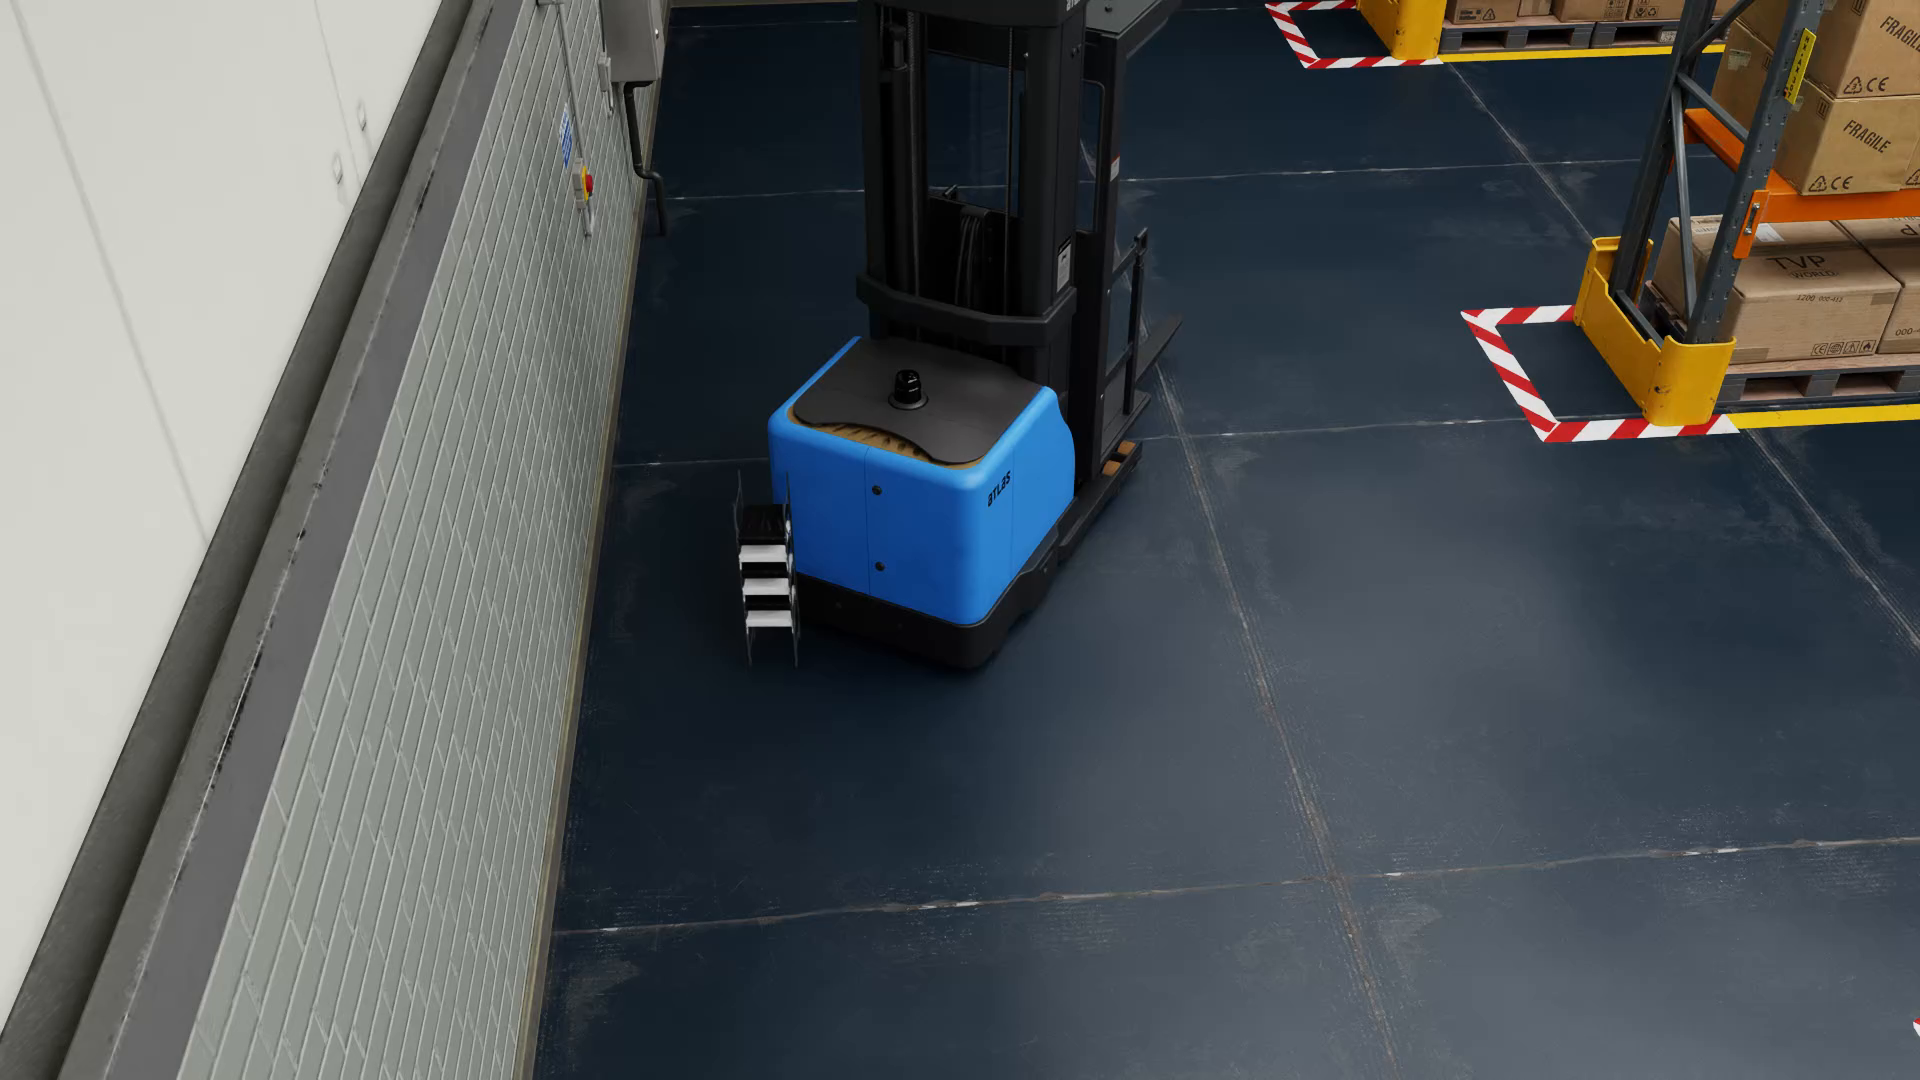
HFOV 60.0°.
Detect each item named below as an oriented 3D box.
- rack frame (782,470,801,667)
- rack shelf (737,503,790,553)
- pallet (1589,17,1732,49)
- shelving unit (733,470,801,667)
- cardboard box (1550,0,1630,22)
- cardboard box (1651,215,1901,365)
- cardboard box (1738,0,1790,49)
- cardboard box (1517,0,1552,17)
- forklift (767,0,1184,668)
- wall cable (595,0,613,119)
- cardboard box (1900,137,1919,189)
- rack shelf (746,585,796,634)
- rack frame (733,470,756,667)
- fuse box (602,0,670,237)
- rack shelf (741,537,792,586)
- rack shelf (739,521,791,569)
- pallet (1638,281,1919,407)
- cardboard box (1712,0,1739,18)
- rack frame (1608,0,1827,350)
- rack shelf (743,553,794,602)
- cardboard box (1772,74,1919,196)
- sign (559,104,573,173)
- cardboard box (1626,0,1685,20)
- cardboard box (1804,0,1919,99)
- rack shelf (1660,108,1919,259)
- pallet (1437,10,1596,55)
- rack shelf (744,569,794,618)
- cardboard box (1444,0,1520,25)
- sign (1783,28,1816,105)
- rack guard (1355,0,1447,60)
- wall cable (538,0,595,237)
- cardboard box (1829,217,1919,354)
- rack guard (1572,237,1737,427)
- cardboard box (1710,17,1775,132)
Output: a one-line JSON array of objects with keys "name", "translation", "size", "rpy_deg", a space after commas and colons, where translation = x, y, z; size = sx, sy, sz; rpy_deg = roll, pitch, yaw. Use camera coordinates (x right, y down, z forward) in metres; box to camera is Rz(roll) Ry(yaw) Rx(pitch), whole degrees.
[{"name": "rack frame", "translation": [-0.725, 0.133, 7.177], "size": [0.006, 0.900, 0.240], "rpy_deg": [0, 38, 0]}, {"name": "rack shelf", "translation": [-0.827, -0.053, 7.030], "size": [0.200, 0.077, 0.258], "rpy_deg": [0, 38, 0]}, {"name": "pallet", "translation": [5.454, -4.228, 13.261], "size": [1.213, 0.211, 1.003], "rpy_deg": [-3, 38, -4]}, {"name": "shelving unit", "translation": [-0.827, 0.133, 7.177], "size": [0.210, 0.900, 0.258], "rpy_deg": [0, 38, 0]}, {"name": "cardboard box", "translation": [4.844, -4.391, 12.895], "size": [0.500, 0.500, 0.700], "rpy_deg": [-2, 38, -2]}, {"name": "cardboard box", "translation": [4.464, -1.404, 9.160], "size": [0.875, 0.438, 0.875], "rpy_deg": [-4, 38, -6]}, {"name": "cardboard box", "translation": [4.274, -2.752, 8.251], "size": [0.500, 0.500, 0.500], "rpy_deg": [-2, 38, -2]}, {"name": "cardboard box", "translation": [4.416, -4.230, 12.974], "size": [0.250, 0.149, 0.380], "rpy_deg": [-5, 39, -6]}, {"name": "forklift", "translation": [0.278, -1.496, 7.602], "size": [1.130, 2.935, 3.031], "rpy_deg": [17, 41, 21]}, {"name": "wall cable", "translation": [-1.937, -3.097, 8.755], "size": [0.122, 1.984, 0.588], "rpy_deg": [-3, 38, -4]}, {"name": "cardboard box", "translation": [4.820, -2.081, 8.207], "size": [0.500, 0.500, 0.500], "rpy_deg": [-4, 38, -5]}, {"name": "rack shelf", "translation": [-0.827, 0.301, 7.309], "size": [0.200, 0.077, 0.258], "rpy_deg": [0, 38, 0]}, {"name": "rack frame", "translation": [-0.929, 0.134, 7.176], "size": [0.006, 0.900, 0.240], "rpy_deg": [0, 38, 0]}, {"name": "fuse box", "translation": [-1.840, -2.622, 10.013], "size": [0.414, 1.711, 0.539], "rpy_deg": [-3, 38, -4]}, {"name": "rack shelf", "translation": [-0.827, 0.089, 7.141], "size": [0.200, 0.077, 0.258], "rpy_deg": [0, 38, 0]}, {"name": "rack shelf", "translation": [-0.827, 0.018, 7.086], "size": [0.200, 0.077, 0.258], "rpy_deg": [0, 38, 0]}, {"name": "pallet", "translation": [4.605, -1.145, 9.352], "size": [1.213, 0.211, 1.003], "rpy_deg": [-3, 38, -4]}, {"name": "cardboard box", "translation": [5.878, -4.448, 12.967], "size": [0.500, 0.500, 0.700], "rpy_deg": [-5, 38, -6]}, {"name": "rack frame", "translation": [3.815, -2.147, 8.372], "size": [0.127, 3.000, 1.000], "rpy_deg": [-3, 38, -4]}, {"name": "rack shelf", "translation": [-0.827, 0.159, 7.197], "size": [0.200, 0.077, 0.258], "rpy_deg": [0, 38, 0]}, {"name": "cardboard box", "translation": [4.319, -2.036, 8.150], "size": [0.500, 0.500, 0.500], "rpy_deg": [-3, 38, -4]}, {"name": "sign", "translation": [-1.856, -1.896, 7.836], "size": [0.001, 0.218, 0.327], "rpy_deg": [-3, 38, -4]}, {"name": "cardboard box", "translation": [5.380, -4.358, 12.853], "size": [0.500, 0.500, 0.500], "rpy_deg": [-2, 38, -3]}, {"name": "cardboard box", "translation": [4.318, -2.430, 7.842], "size": [0.500, 0.500, 0.500], "rpy_deg": [-4, 38, -5]}, {"name": "rack shelf", "translation": [5.807, -1.975, 8.734], "size": [4.000, 0.370, 1.077], "rpy_deg": [-3, 38, -4]}, {"name": "pallet", "translation": [4.242, -4.163, 13.178], "size": [1.213, 0.211, 1.003], "rpy_deg": [-3, 38, -4]}, {"name": "rack shelf", "translation": [-0.827, 0.230, 7.253], "size": [0.200, 0.077, 0.258], "rpy_deg": [0, 38, 0]}, {"name": "cardboard box", "translation": [3.989, -4.370, 12.865], "size": [0.637, 0.503, 0.797], "rpy_deg": [-5, 39, -6]}, {"name": "sign", "translation": [3.858, -2.176, 7.645], "size": [0.005, 0.325, 0.100], "rpy_deg": [-3, 38, -4]}, {"name": "rack guard", "translation": [3.447, -4.232, 13.033], "size": [0.348, 0.500, 1.175], "rpy_deg": [-3, 38, -4]}, {"name": "wall cable", "translation": [-1.799, -2.235, 7.637], "size": [0.123, 1.953, 0.585], "rpy_deg": [-3, 38, -4]}, {"name": "cardboard box", "translation": [5.375, -1.460, 9.230], "size": [0.875, 0.438, 0.875], "rpy_deg": [-2, 38, -3]}, {"name": "rack guard", "translation": [3.791, -1.165, 9.144], "size": [0.348, 0.500, 1.175], "rpy_deg": [-3, 38, -4]}, {"name": "cardboard box", "translation": [4.272, -2.376, 8.581], "size": [0.500, 0.500, 0.500], "rpy_deg": [-3, 38, -4]}]
